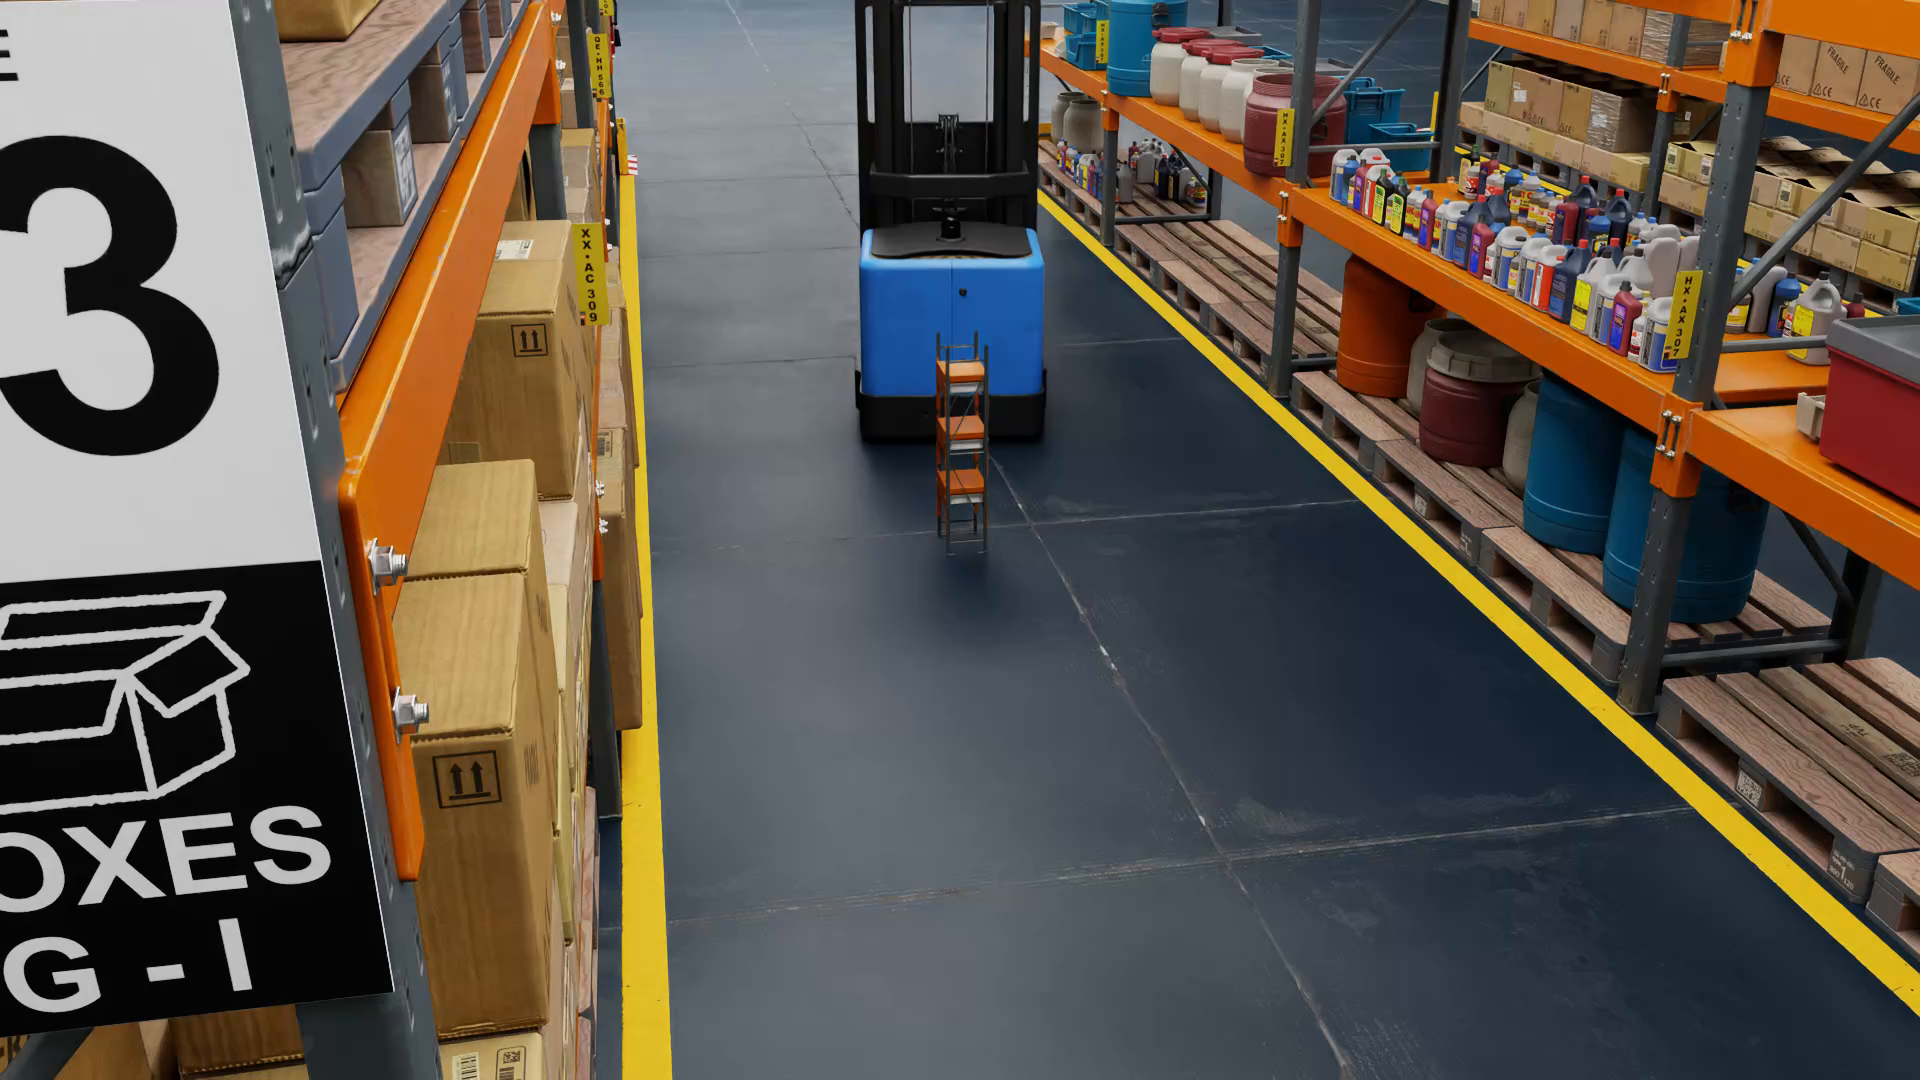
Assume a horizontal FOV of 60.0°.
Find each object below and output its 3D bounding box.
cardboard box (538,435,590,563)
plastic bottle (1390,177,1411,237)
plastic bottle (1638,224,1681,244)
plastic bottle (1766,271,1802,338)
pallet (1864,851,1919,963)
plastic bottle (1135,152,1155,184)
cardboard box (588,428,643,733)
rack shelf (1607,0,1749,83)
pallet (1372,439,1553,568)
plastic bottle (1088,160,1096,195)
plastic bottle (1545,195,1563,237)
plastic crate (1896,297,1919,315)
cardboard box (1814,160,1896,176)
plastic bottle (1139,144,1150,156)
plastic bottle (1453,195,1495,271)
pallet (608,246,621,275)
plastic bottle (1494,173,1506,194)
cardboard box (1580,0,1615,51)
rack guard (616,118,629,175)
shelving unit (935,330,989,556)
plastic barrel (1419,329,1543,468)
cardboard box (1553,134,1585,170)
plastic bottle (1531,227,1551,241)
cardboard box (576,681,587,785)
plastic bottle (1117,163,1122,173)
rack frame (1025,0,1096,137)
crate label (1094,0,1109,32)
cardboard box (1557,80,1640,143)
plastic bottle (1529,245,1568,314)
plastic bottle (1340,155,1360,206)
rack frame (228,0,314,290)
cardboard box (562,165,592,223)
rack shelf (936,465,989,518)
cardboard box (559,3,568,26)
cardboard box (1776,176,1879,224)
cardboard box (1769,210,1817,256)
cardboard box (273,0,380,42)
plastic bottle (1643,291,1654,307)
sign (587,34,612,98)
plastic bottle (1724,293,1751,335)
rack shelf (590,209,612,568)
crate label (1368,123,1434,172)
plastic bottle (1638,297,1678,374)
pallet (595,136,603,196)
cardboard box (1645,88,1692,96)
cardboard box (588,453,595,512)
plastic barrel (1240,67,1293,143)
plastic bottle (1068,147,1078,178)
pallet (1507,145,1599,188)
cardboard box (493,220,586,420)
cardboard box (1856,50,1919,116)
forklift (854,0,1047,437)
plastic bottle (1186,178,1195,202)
[{"bbox_3d":[-1.273,-0.070,4.478,0.500,0.250,0.500,-4,24,-8],"label":"cardboard box"},{"bbox_3d":[2.287,-1.723,8.594,0.061,0.283,0.133,-4,24,-10],"label":"plastic bottle"},{"bbox_3d":[3.231,-1.335,7.715,0.152,0.276,0.135,-4,24,-10],"label":"plastic bottle"},{"bbox_3d":[3.426,-0.978,6.903,0.097,0.271,0.097,0,24,0],"label":"plastic bottle"},{"bbox_3d":[3.560,1.319,4.967,1.003,0.211,1.213,-4,24,-10],"label":"pallet"},{"bbox_3d":[1.681,-3.395,15.130,0.152,0.276,0.135,-4,24,-10],"label":"plastic bottle"},{"bbox_3d":[-1.849,0.171,6.240,1.225,0.875,0.875,-4,24,-10],"label":"cardboard box"},{"bbox_3d":[2.787,-2.558,7.510,1.077,0.370,4.000,-4,24,-10],"label":"rack shelf"},{"bbox_3d":[2.826,-0.236,8.527,1.003,0.211,1.213,-4,24,-10],"label":"pallet"},{"bbox_3d":[1.168,-3.198,14.670,0.061,0.283,0.133,-3,24,-6],"label":"plastic bottle"},{"bbox_3d":[3.083,-1.676,8.587,0.097,0.201,0.097,0,24,0],"label":"plastic bottle"},{"bbox_3d":[3.578,-0.588,5.794,0.392,0.384,0.575,-4,24,-10],"label":"plastic crate"},{"bbox_3d":[7.095,-2.889,13.327,0.500,0.311,0.500,-4,24,-10],"label":"cardboard box"},{"bbox_3d":[1.753,-3.554,15.494,0.152,0.276,0.135,-5,24,-11],"label":"plastic bottle"},{"bbox_3d":[2.461,-1.474,7.940,0.144,0.351,0.185,-4,24,-10],"label":"plastic bottle"},{"bbox_3d":[-3.045,-1.923,12.388,1.003,0.211,1.213,-4,24,-10],"label":"pallet"},{"bbox_3d":[2.975,-1.905,9.113,0.097,0.201,0.097,0,24,0],"label":"plastic bottle"},{"bbox_3d":[6.265,-4.863,15.511,0.700,0.500,0.500,-4,24,-9],"label":"cardboard box"},{"bbox_3d":[-3.916,-3.905,16.565,1.175,0.500,0.348,-4,24,-10],"label":"rack guard"},{"bbox_3d":[0.010,-0.460,7.992,0.215,1.050,0.252,-4,24,-10],"label":"shelving unit"},{"bbox_3d":[2.733,-0.752,8.712,0.600,0.588,0.708,-4,24,-10],"label":"plastic barrel"},{"bbox_3d":[6.056,-3.730,15.953,0.500,0.250,0.500,-4,24,-10],"label":"cardboard box"},{"bbox_3d":[2.657,-1.301,7.643,0.097,0.271,0.097,0,24,0],"label":"plastic bottle"},{"bbox_3d":[-1.049,0.457,3.771,0.380,0.149,0.250,-4,24,-9],"label":"cardboard box"},{"bbox_3d":[1.380,-3.155,14.579,0.152,0.276,0.135,-4,24,-10],"label":"plastic bottle"},{"bbox_3d":[0.938,-5.447,16.973,1.000,3.000,0.127,-4,24,-10],"label":"rack frame"},{"bbox_3d":[1.544,-4.759,15.354,0.502,0.435,0.616,-4,24,-10],"label":"crate label"},{"bbox_3d":[6.068,-4.074,15.805,0.500,0.500,0.500,-4,24,-10],"label":"cardboard box"},{"bbox_3d":[2.605,-1.143,7.274,0.152,0.276,0.135,-4,24,-10],"label":"plastic bottle"},{"bbox_3d":[2.174,-1.999,9.240,0.097,0.271,0.097,0,24,0],"label":"plastic bottle"},{"bbox_3d":[-0.971,-1.536,0.523,1.000,3.000,0.127,-4,24,-10],"label":"rack frame"},{"bbox_3d":[-1.930,-1.403,7.589,0.500,0.500,0.500,-5,24,-11],"label":"cardboard box"},{"bbox_3d":[0.010,-0.196,8.107,0.215,0.259,0.240,-4,24,-10],"label":"rack shelf"},{"bbox_3d":[-3.181,-3.651,11.588,1.000,1.000,1.000,-4,24,-9],"label":"cardboard box"},{"bbox_3d":[6.663,-2.642,12.762,0.500,0.311,0.500,-4,24,-8],"label":"cardboard box"},{"bbox_3d":[6.662,-2.389,12.883,0.500,0.250,0.500,-4,24,-9],"label":"cardboard box"},{"bbox_3d":[-1.106,-0.876,1.986,0.700,0.500,0.500,-5,24,-12],"label":"cardboard box"},{"bbox_3d":[2.818,-0.927,6.872,0.097,0.201,0.097,0,24,0],"label":"plastic bottle"},{"bbox_3d":[-1.906,-2.506,8.794,0.100,0.325,0.005,-4,24,-10],"label":"sign"},{"bbox_3d":[3.259,-0.973,6.978,0.097,0.201,0.097,0,24,0],"label":"plastic bottle"},{"bbox_3d":[-2.081,-0.817,7.271,1.077,0.370,4.000,-4,24,-10],"label":"rack shelf"},{"bbox_3d":[2.707,-2.417,10.244,0.303,0.233,0.416,-4,24,-10],"label":"crate label"},{"bbox_3d":[2.766,-0.801,6.491,0.152,0.276,0.135,-4,24,-10],"label":"plastic bottle"},{"bbox_3d":[-2.687,-2.118,9.591,1.213,0.211,1.003,-4,24,-10],"label":"pallet"},{"bbox_3d":[6.668,-3.916,15.442,0.500,0.500,0.500,-4,24,-10],"label":"cardboard box"},{"bbox_3d":[-1.333,-0.149,5.157,0.380,0.149,0.250,-4,24,-9],"label":"cardboard box"},{"bbox_3d":[2.017,-2.740,10.636,0.421,0.512,0.421,0,24,0],"label":"plastic barrel"},{"bbox_3d":[1.048,-3.487,15.346,0.097,0.271,0.097,0,24,0],"label":"plastic bottle"},{"bbox_3d":[6.211,-3.757,16.589,1.003,0.211,1.213,-4,24,-10],"label":"pallet"},{"bbox_3d":[-1.363,-0.610,4.778,0.500,0.500,0.500,-4,24,-8],"label":"cardboard box"},{"bbox_3d":[6.959,-3.370,12.092,0.500,0.500,0.500,-6,24,-13],"label":"cardboard box"},{"bbox_3d":[-0.078,-2.472,10.247,1.130,2.935,3.031,-1,24,-1],"label":"forklift"},{"bbox_3d":[2.012,-3.030,14.387,0.097,0.201,0.097,0,24,0],"label":"plastic bottle"}]
